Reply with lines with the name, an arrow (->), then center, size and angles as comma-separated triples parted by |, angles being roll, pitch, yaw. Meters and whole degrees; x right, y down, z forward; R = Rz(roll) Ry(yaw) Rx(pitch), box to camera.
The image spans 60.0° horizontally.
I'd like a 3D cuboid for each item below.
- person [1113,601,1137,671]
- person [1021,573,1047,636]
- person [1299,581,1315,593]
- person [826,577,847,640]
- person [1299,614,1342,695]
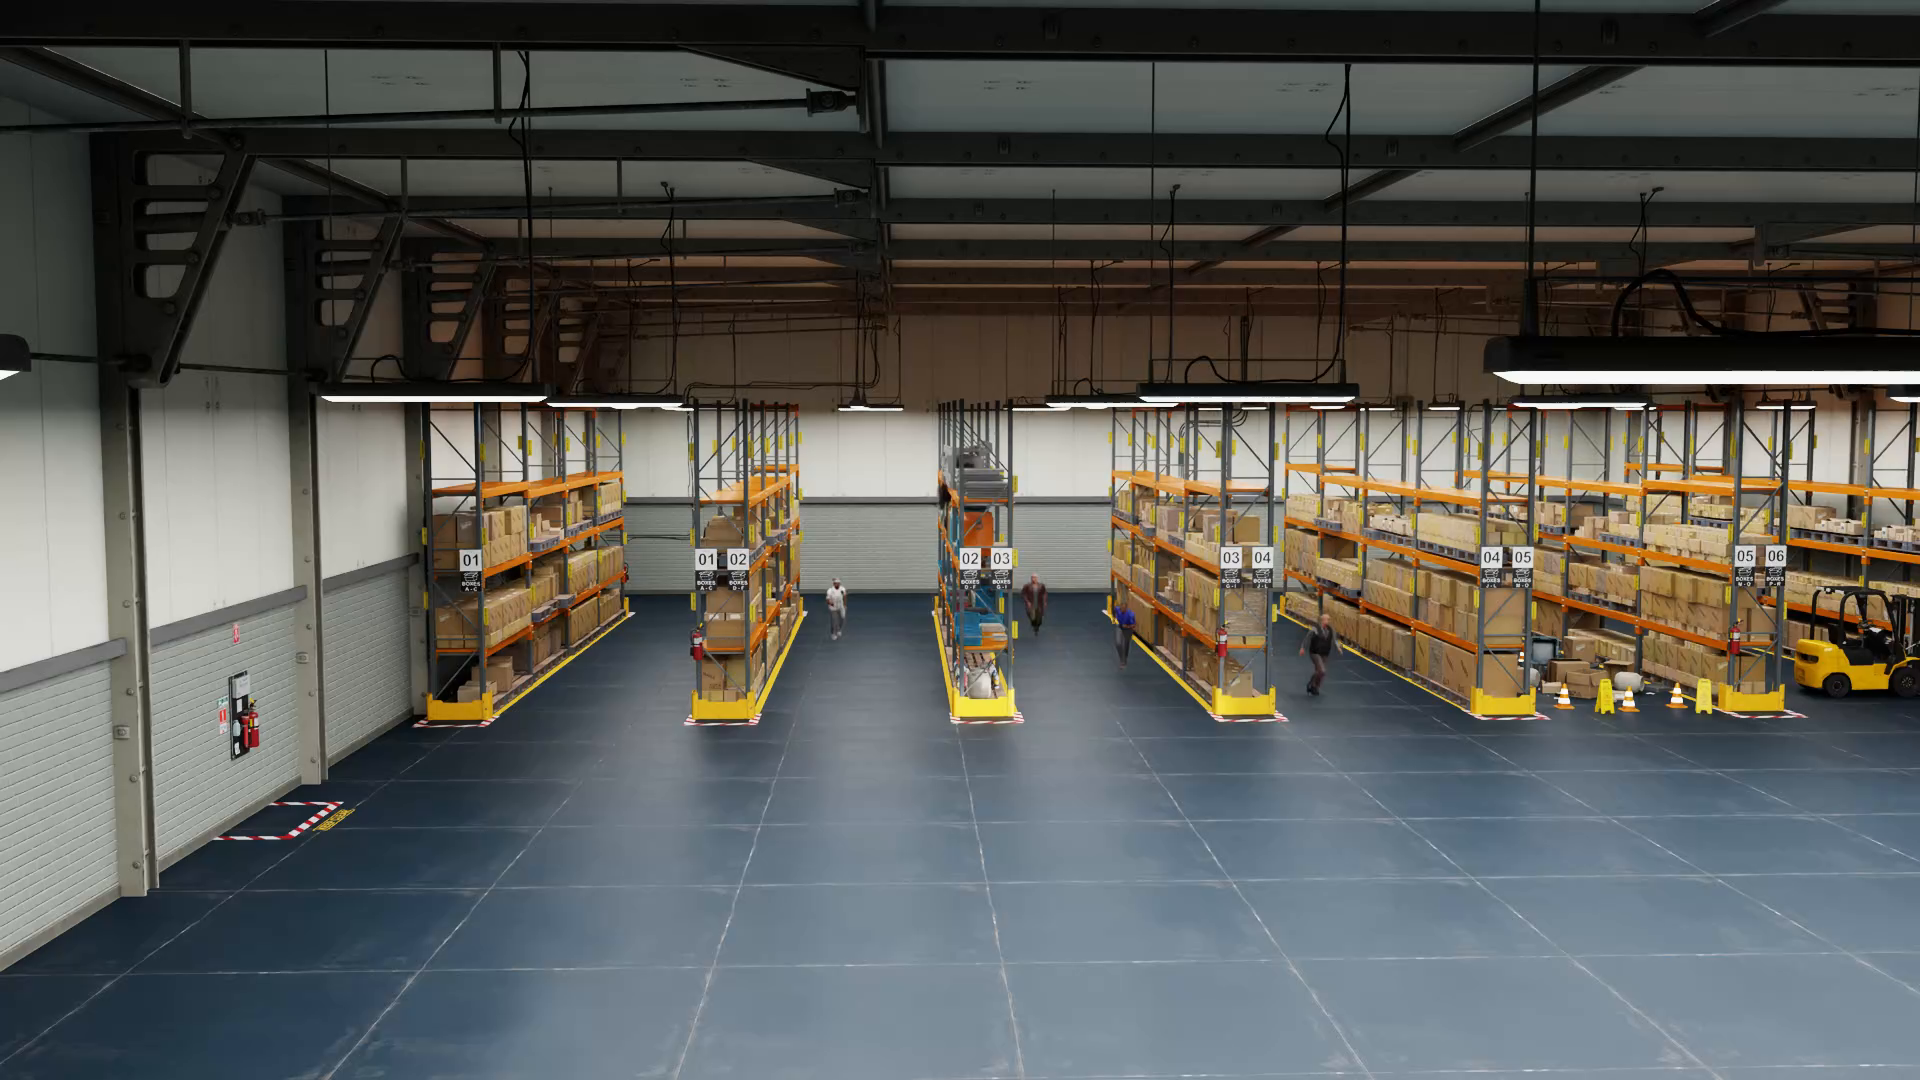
person -> 3.572, 2.033, 35.997 | 0.569, 1.512, 1.066 | 1, 4, 14
person -> 1.872, 1.638, 41.891 | 0.698, 1.624, 0.677 | -1, 4, -10
person -> 10.527, 1.017, 50.138 | 0.666, 1.840, 0.810 | 4, 6, 45
person -> -3.082, 1.718, 41.348 | 0.519, 1.627, 0.941 | -1, 4, -8
person -> 7.337, 2.321, 33.617 | 0.621, 1.671, 0.824 | -2, 5, -28
